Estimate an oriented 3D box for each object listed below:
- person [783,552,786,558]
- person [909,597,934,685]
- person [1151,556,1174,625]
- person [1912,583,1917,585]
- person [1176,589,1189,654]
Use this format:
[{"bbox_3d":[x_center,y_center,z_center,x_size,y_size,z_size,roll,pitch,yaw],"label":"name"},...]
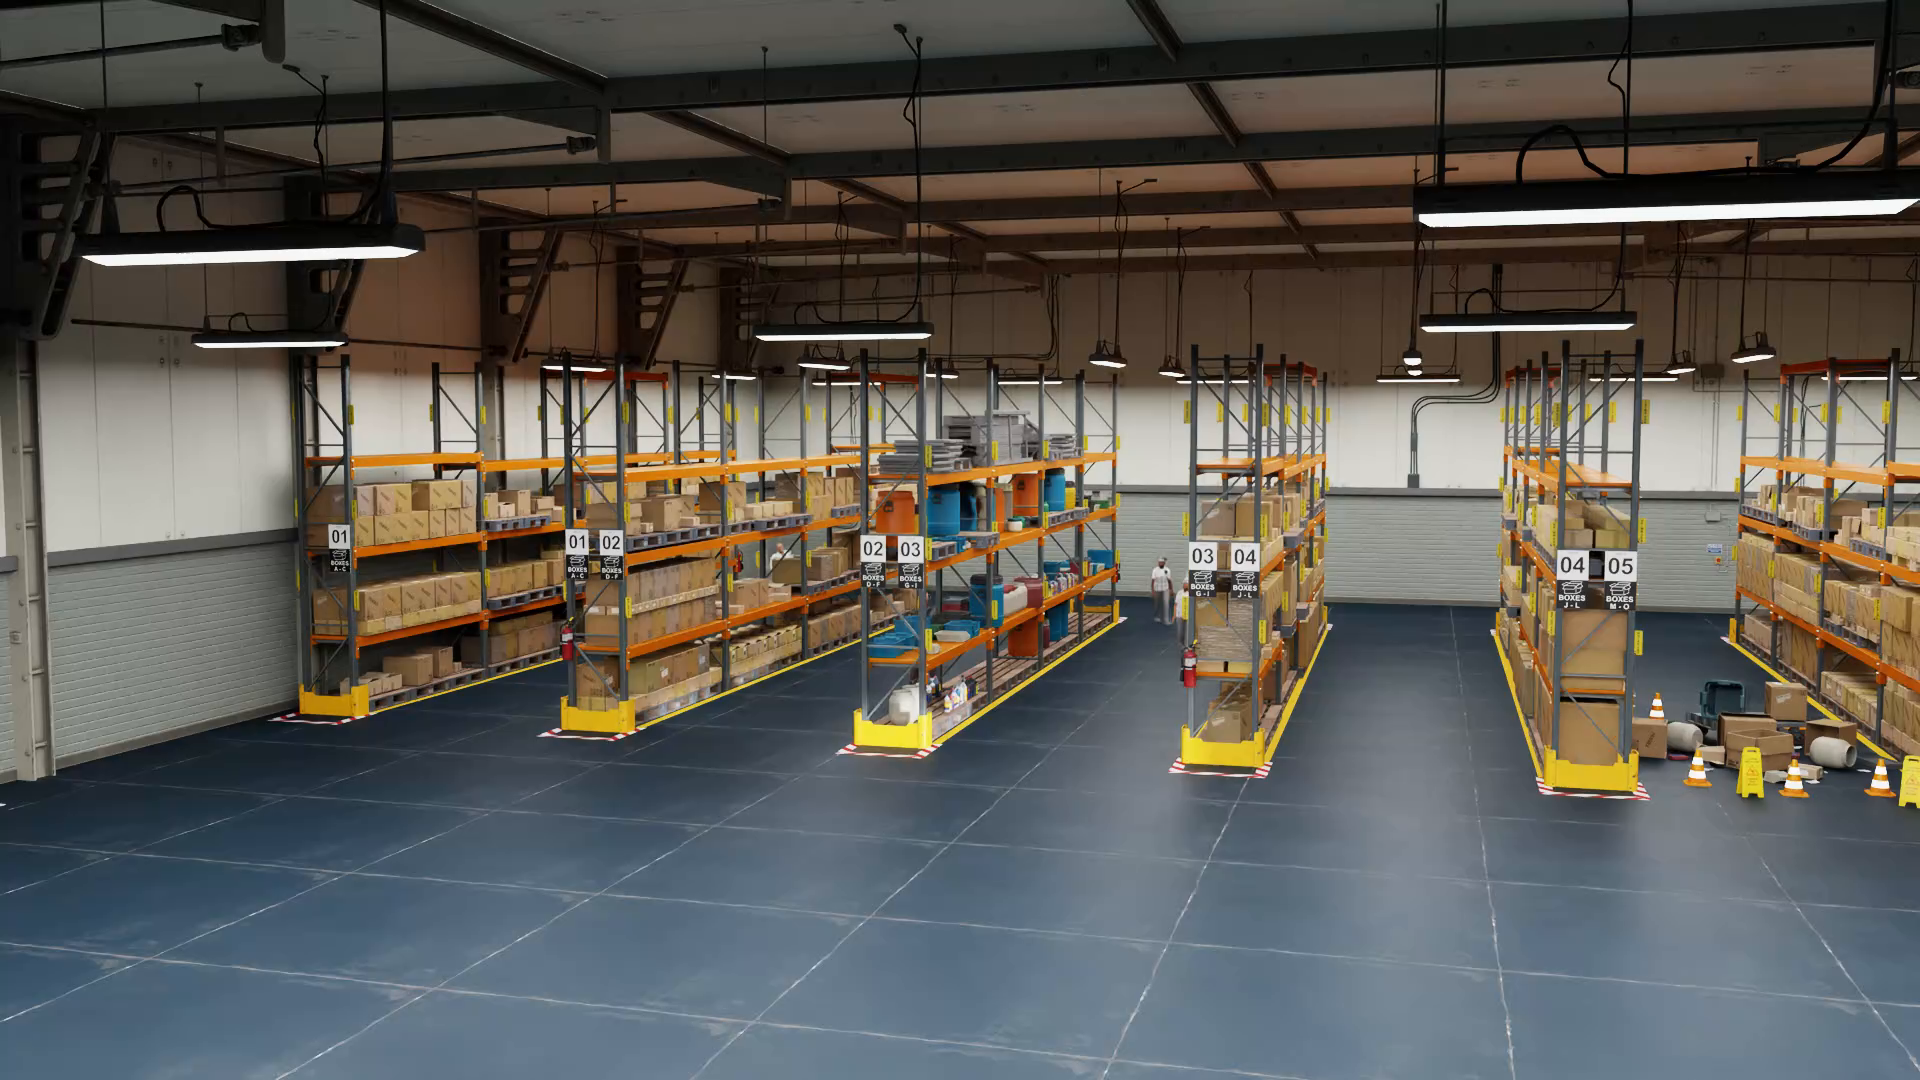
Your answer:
[{"bbox_3d":[-4.617,1.025,43.314,0.729,1.480,0.554,-4,6,-43],"label":"person"},{"bbox_3d":[-0.682,1.863,30.161,0.560,1.742,0.410,2,5,29],"label":"person"},{"bbox_3d":[4.845,1.193,39.723,0.561,1.623,0.991,0,4,1],"label":"person"},{"bbox_3d":[19.058,1.671,33.417,0.387,1.673,0.512,2,5,28],"label":"person"},{"bbox_3d":[4.729,1.686,34.640,0.452,1.336,0.760,2,5,20],"label":"person"}]
